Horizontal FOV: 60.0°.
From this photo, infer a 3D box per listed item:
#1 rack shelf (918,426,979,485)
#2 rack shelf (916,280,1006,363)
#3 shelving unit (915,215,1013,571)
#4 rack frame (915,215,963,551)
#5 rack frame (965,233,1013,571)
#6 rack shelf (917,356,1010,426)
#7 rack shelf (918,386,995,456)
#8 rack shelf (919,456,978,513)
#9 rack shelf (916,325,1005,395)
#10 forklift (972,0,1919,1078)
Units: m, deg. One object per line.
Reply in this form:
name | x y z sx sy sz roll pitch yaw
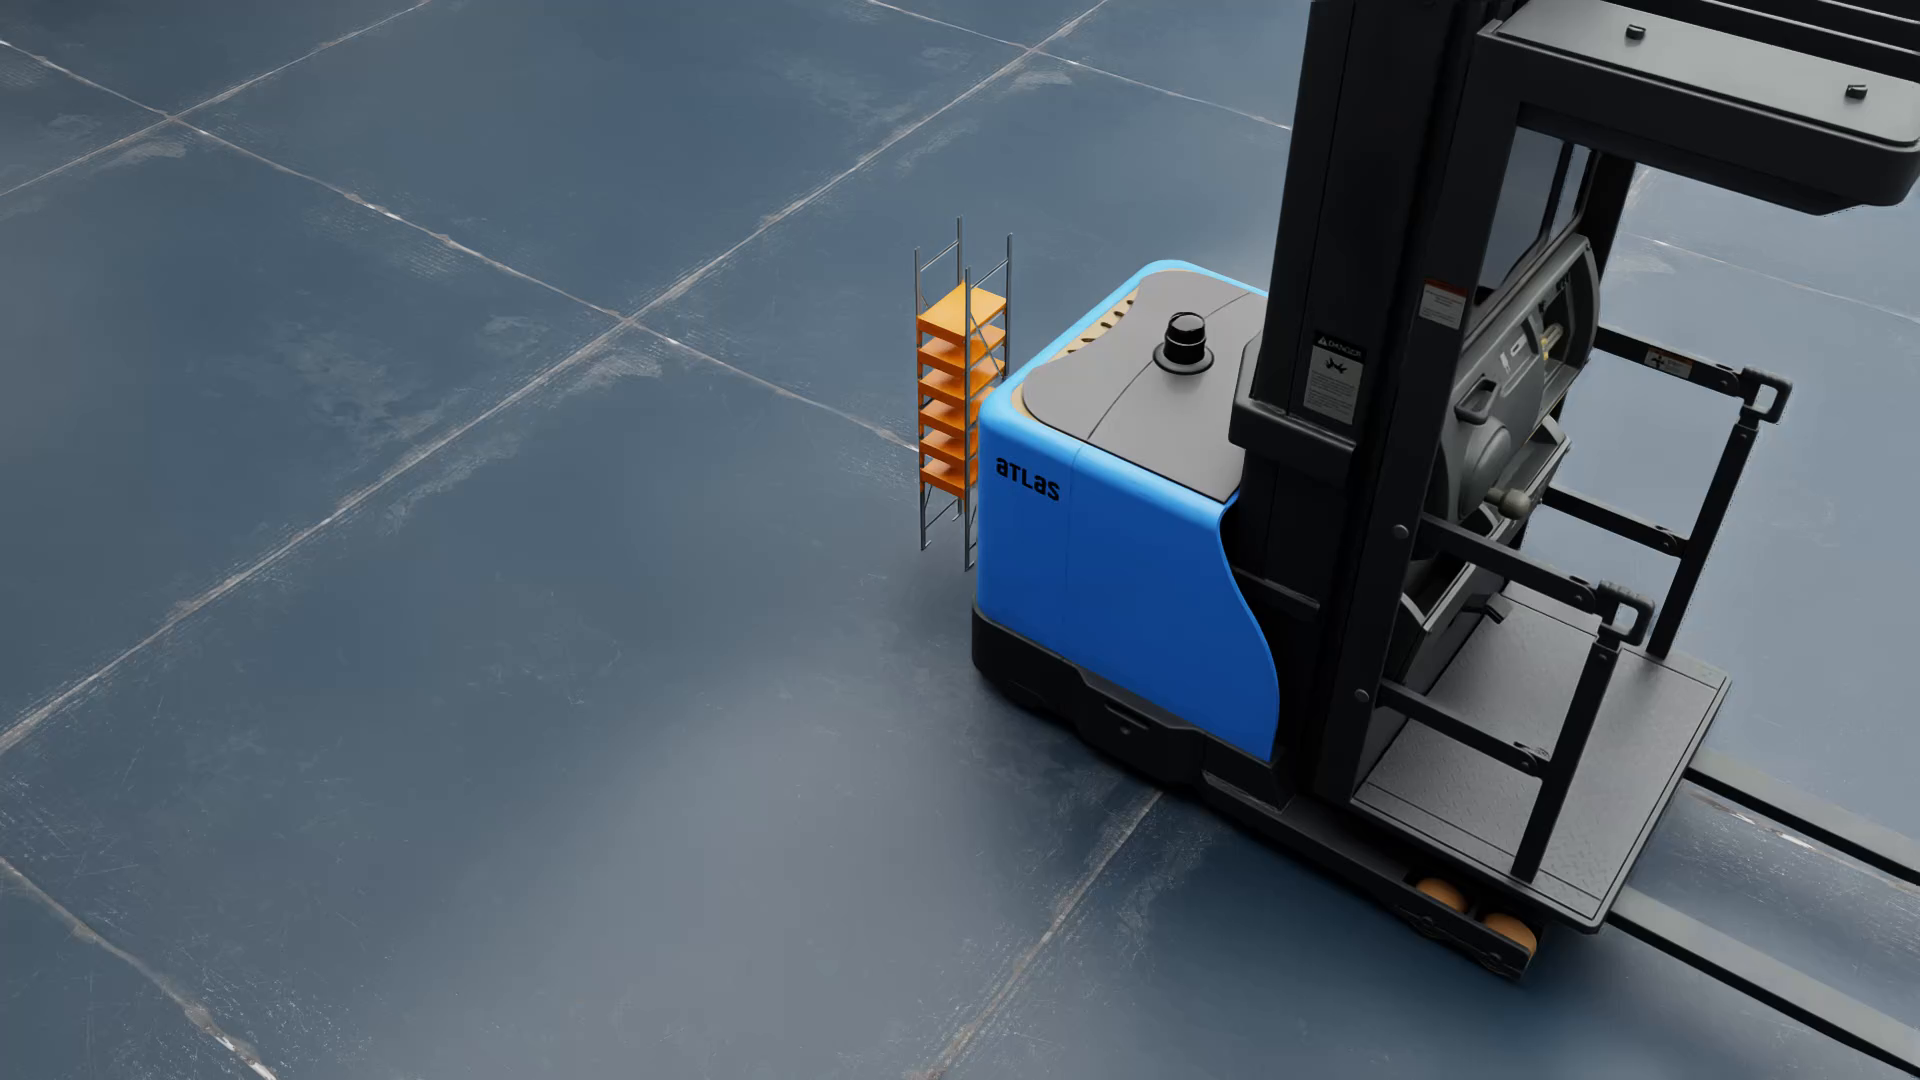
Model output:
rack shelf | 0.012 -0.319 5.453 0.180 0.103 0.258 25 48 25
rack shelf | 0.012 -0.677 5.133 0.180 0.103 0.258 25 48 25
shelving unit | 0.012 -0.442 5.344 0.189 1.200 0.258 25 48 25
rack frame | -0.063 -0.477 5.383 0.006 1.200 0.240 25 48 25
rack frame | 0.087 -0.407 5.305 0.006 1.200 0.240 25 48 25
rack shelf | 0.012 -0.498 5.293 0.180 0.103 0.258 25 48 25
rack shelf | 0.012 -0.408 5.373 0.180 0.103 0.258 25 48 25
rack shelf | 0.012 -0.230 5.533 0.180 0.103 0.258 25 48 25
rack shelf | 0.012 -0.587 5.213 0.180 0.103 0.258 25 48 25
forklift | 1.521 -0.337 3.928 3.031 2.935 1.130 26 48 26
